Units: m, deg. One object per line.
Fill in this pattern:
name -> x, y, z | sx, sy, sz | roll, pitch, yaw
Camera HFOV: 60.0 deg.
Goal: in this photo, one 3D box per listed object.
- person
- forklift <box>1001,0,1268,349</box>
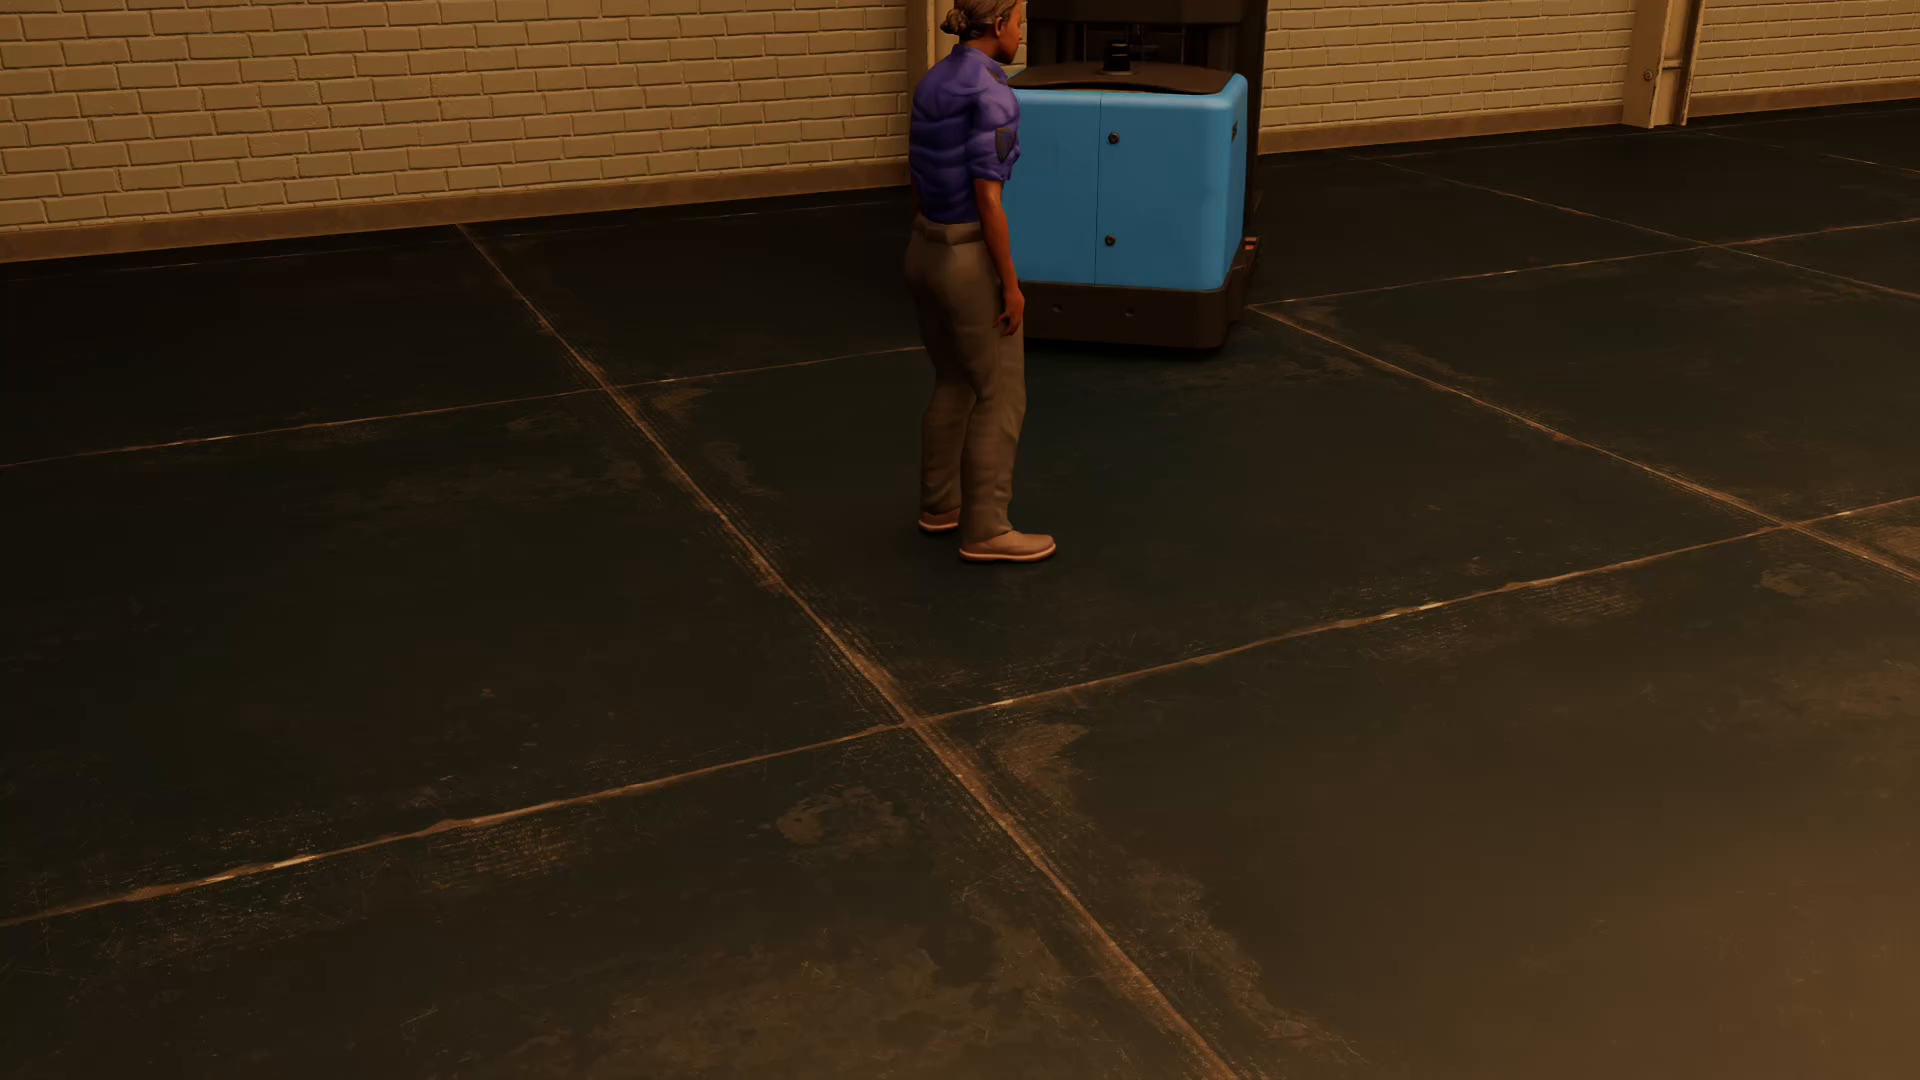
person -> 0.036, -0.769, 4.805 | 0.349, 1.654, 0.513 | -11, 25, -25
forklift -> 0.905, -2.671, 7.716 | 1.130, 2.935, 3.031 | 5, 23, 13
